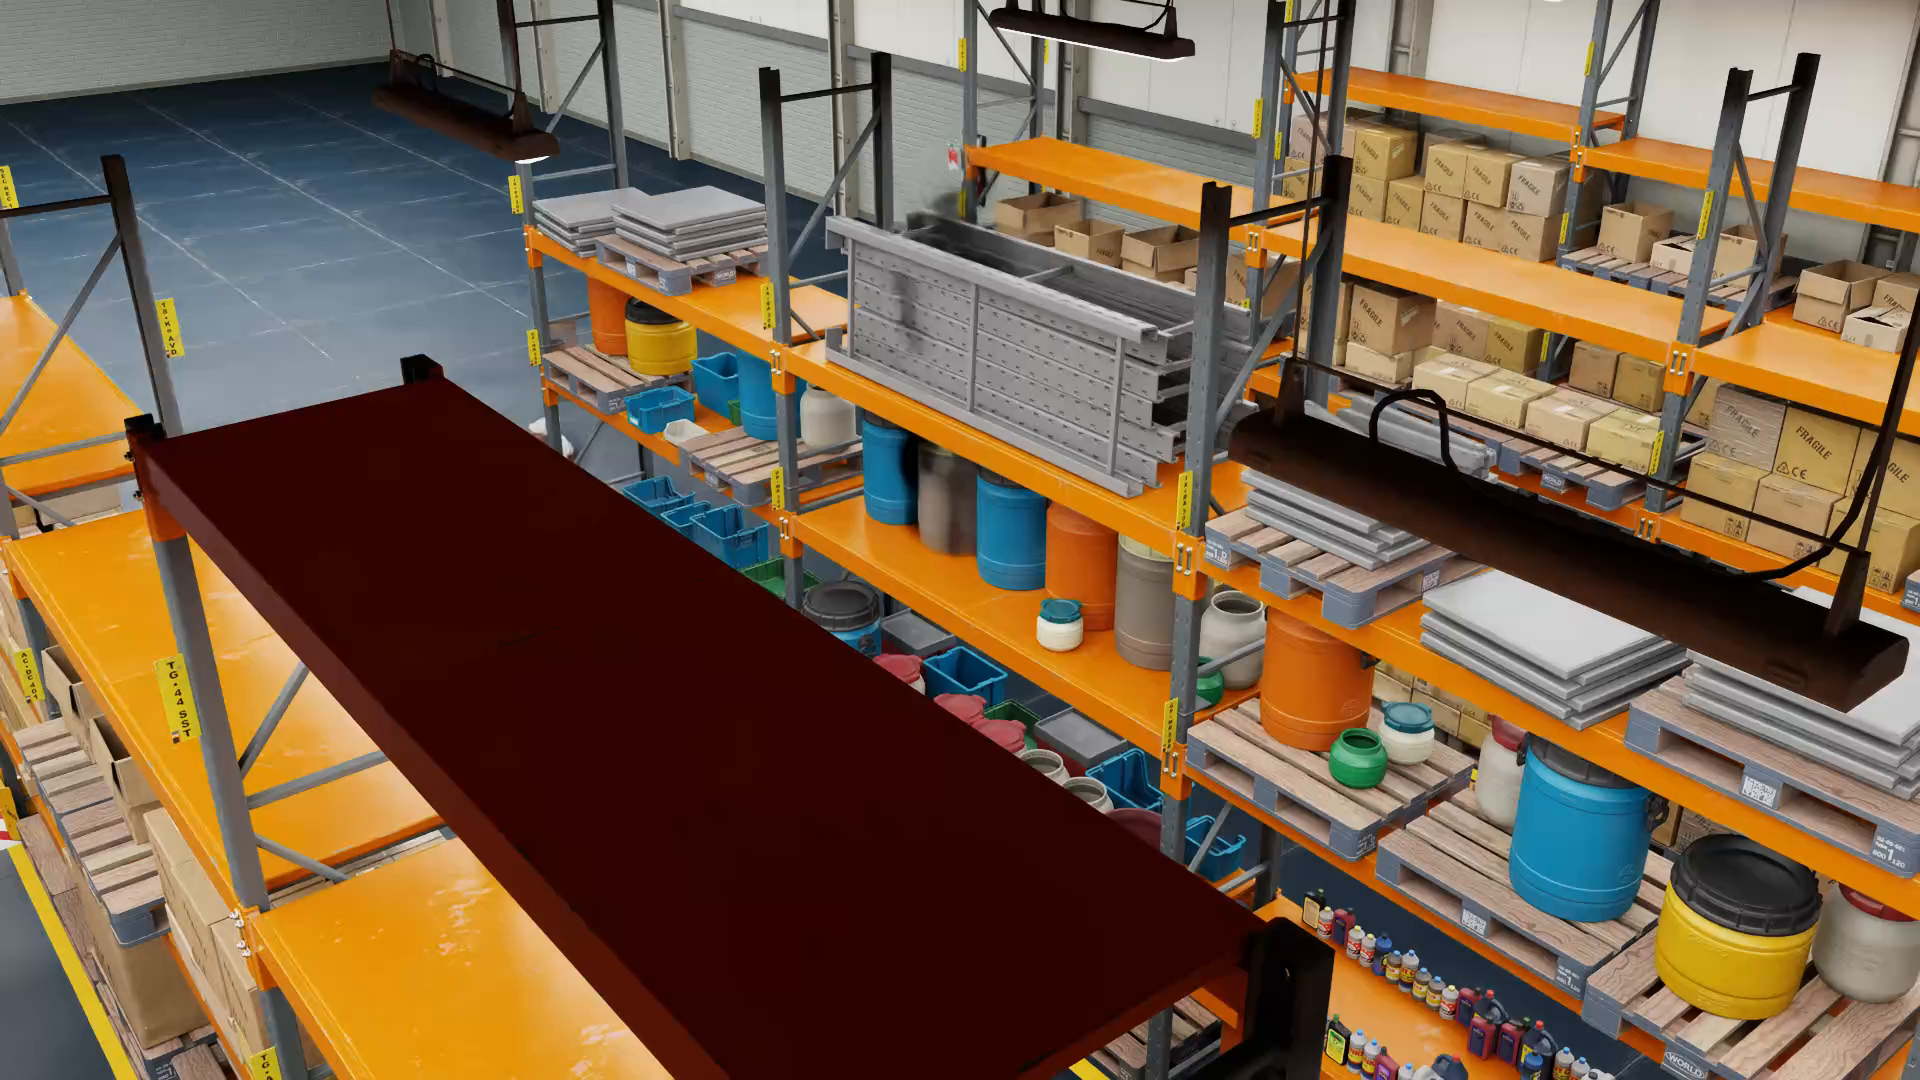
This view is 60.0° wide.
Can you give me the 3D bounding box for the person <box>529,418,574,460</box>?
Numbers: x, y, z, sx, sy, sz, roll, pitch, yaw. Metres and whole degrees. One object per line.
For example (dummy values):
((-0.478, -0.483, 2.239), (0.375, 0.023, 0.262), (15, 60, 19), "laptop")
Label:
((-4.190, -0.497, 17.365), (0.654, 1.722, 0.740), (2, 26, 5), "person")
